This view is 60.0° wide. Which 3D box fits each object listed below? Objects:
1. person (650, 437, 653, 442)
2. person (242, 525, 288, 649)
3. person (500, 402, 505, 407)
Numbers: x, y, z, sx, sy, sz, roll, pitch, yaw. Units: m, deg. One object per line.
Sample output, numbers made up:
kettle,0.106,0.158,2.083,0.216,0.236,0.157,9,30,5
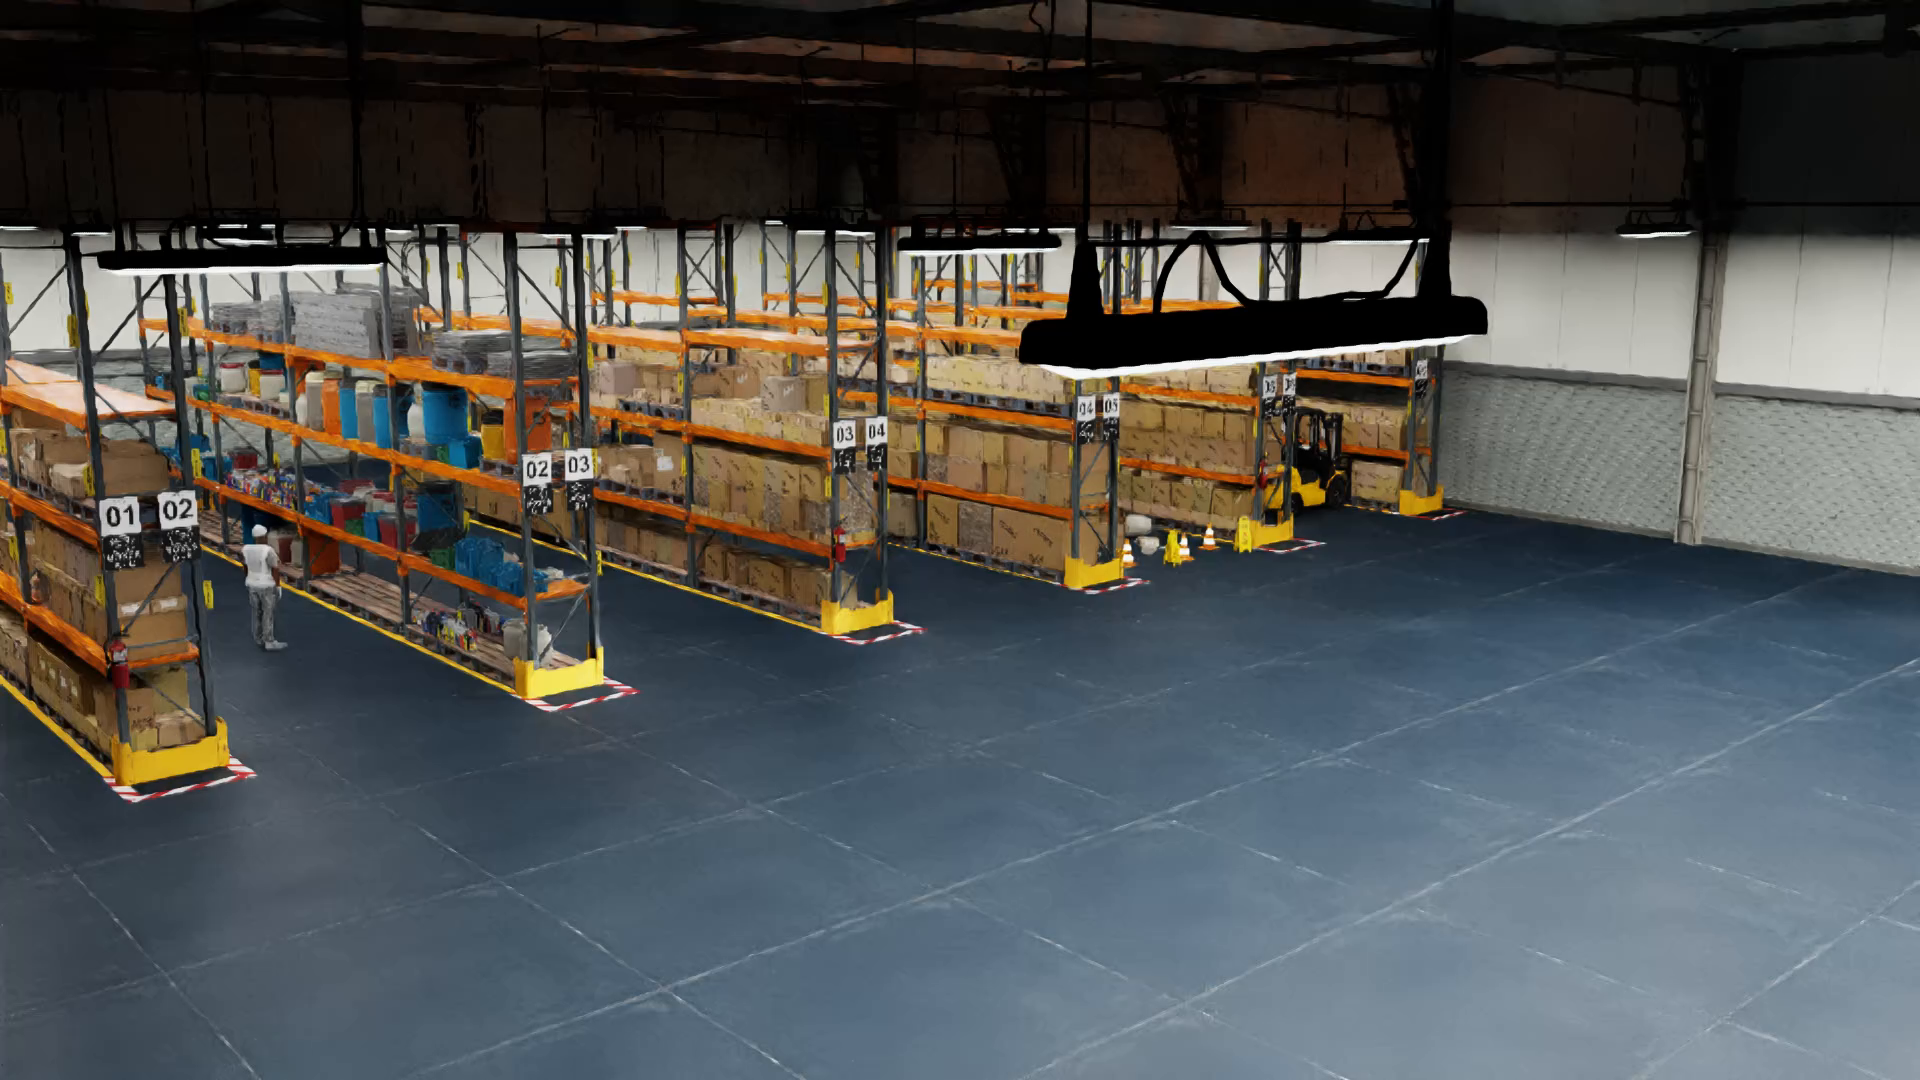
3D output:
person,-6.349,-1.397,34.711,0.636,1.613,0.814,-8,14,-35
person,-10.044,0.654,24.024,0.637,1.788,0.475,4,12,19
person,-11.306,-2.774,41.208,0.575,1.745,0.602,3,12,13
